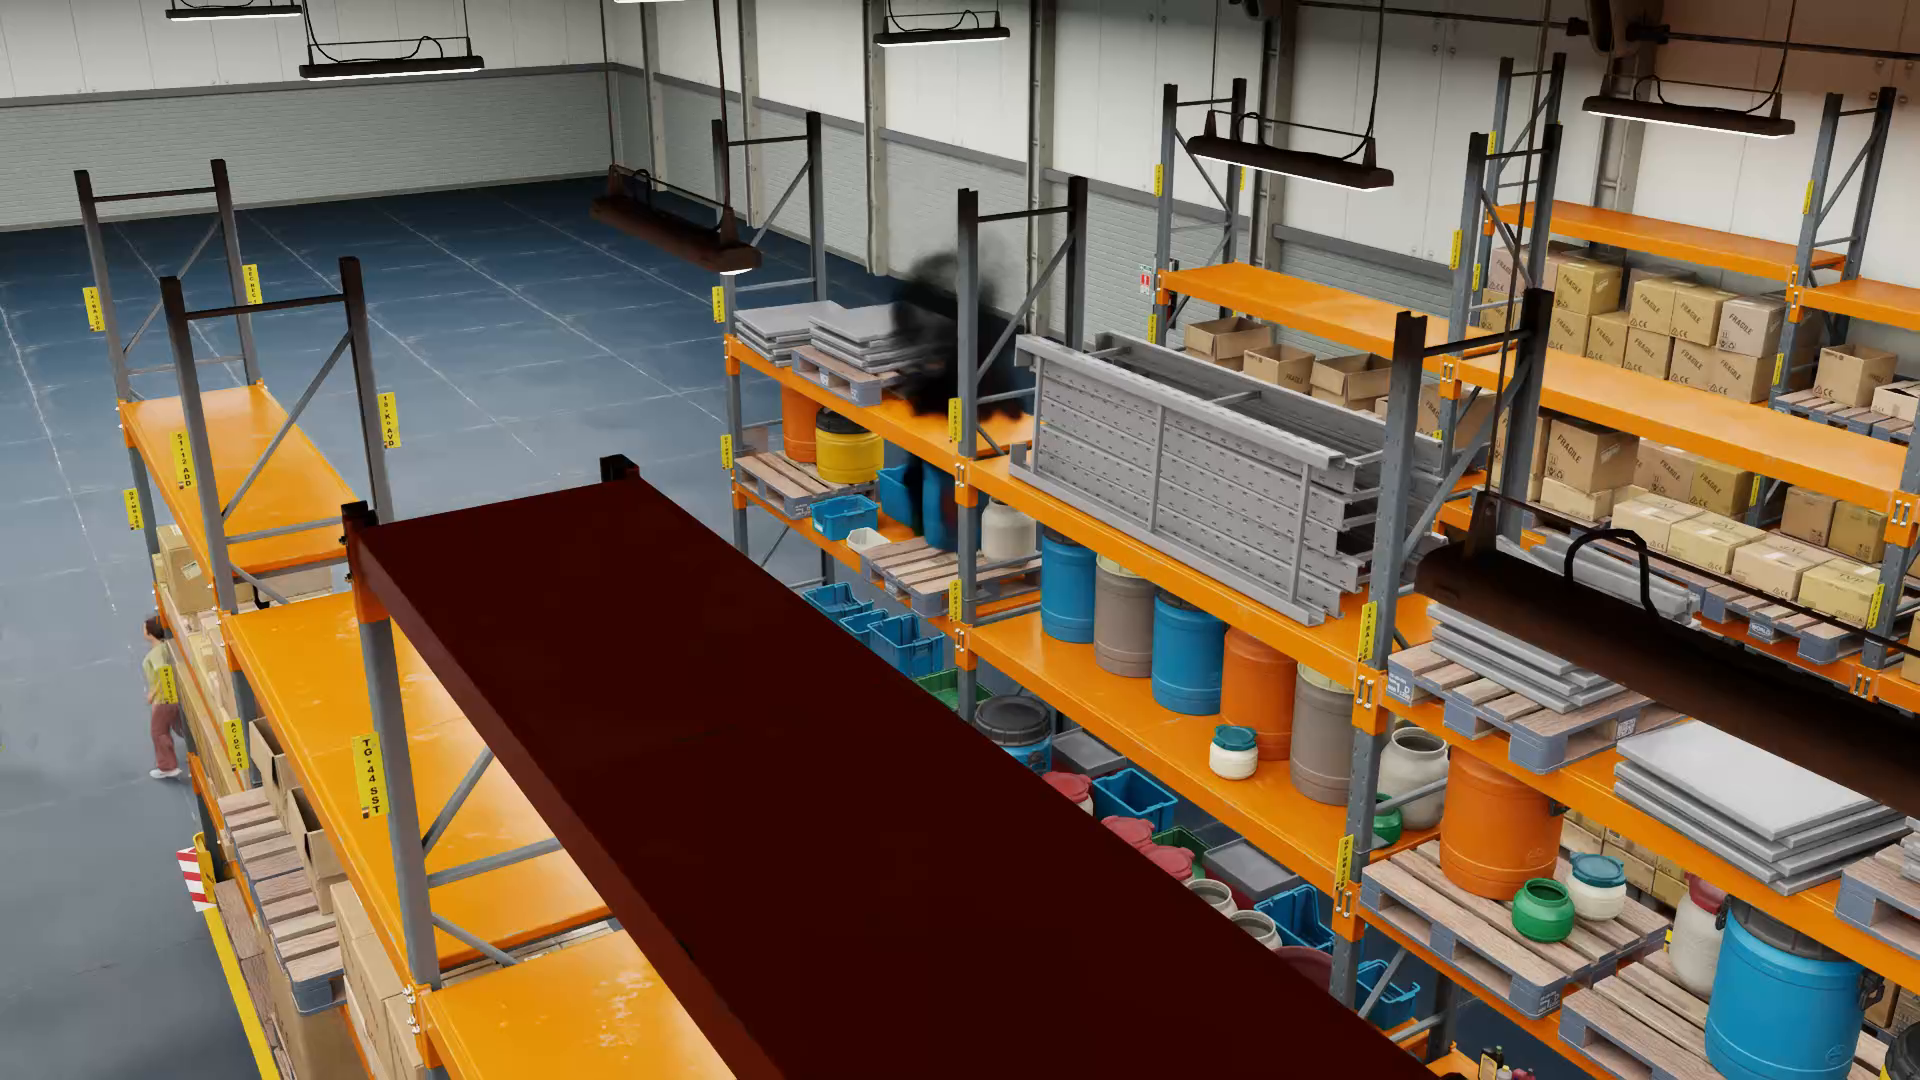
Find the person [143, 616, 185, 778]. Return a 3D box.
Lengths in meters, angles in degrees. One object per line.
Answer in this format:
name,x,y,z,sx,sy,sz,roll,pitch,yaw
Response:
person,-7.308,1.484,15.473,0.817,1.677,0.600,3,22,6
